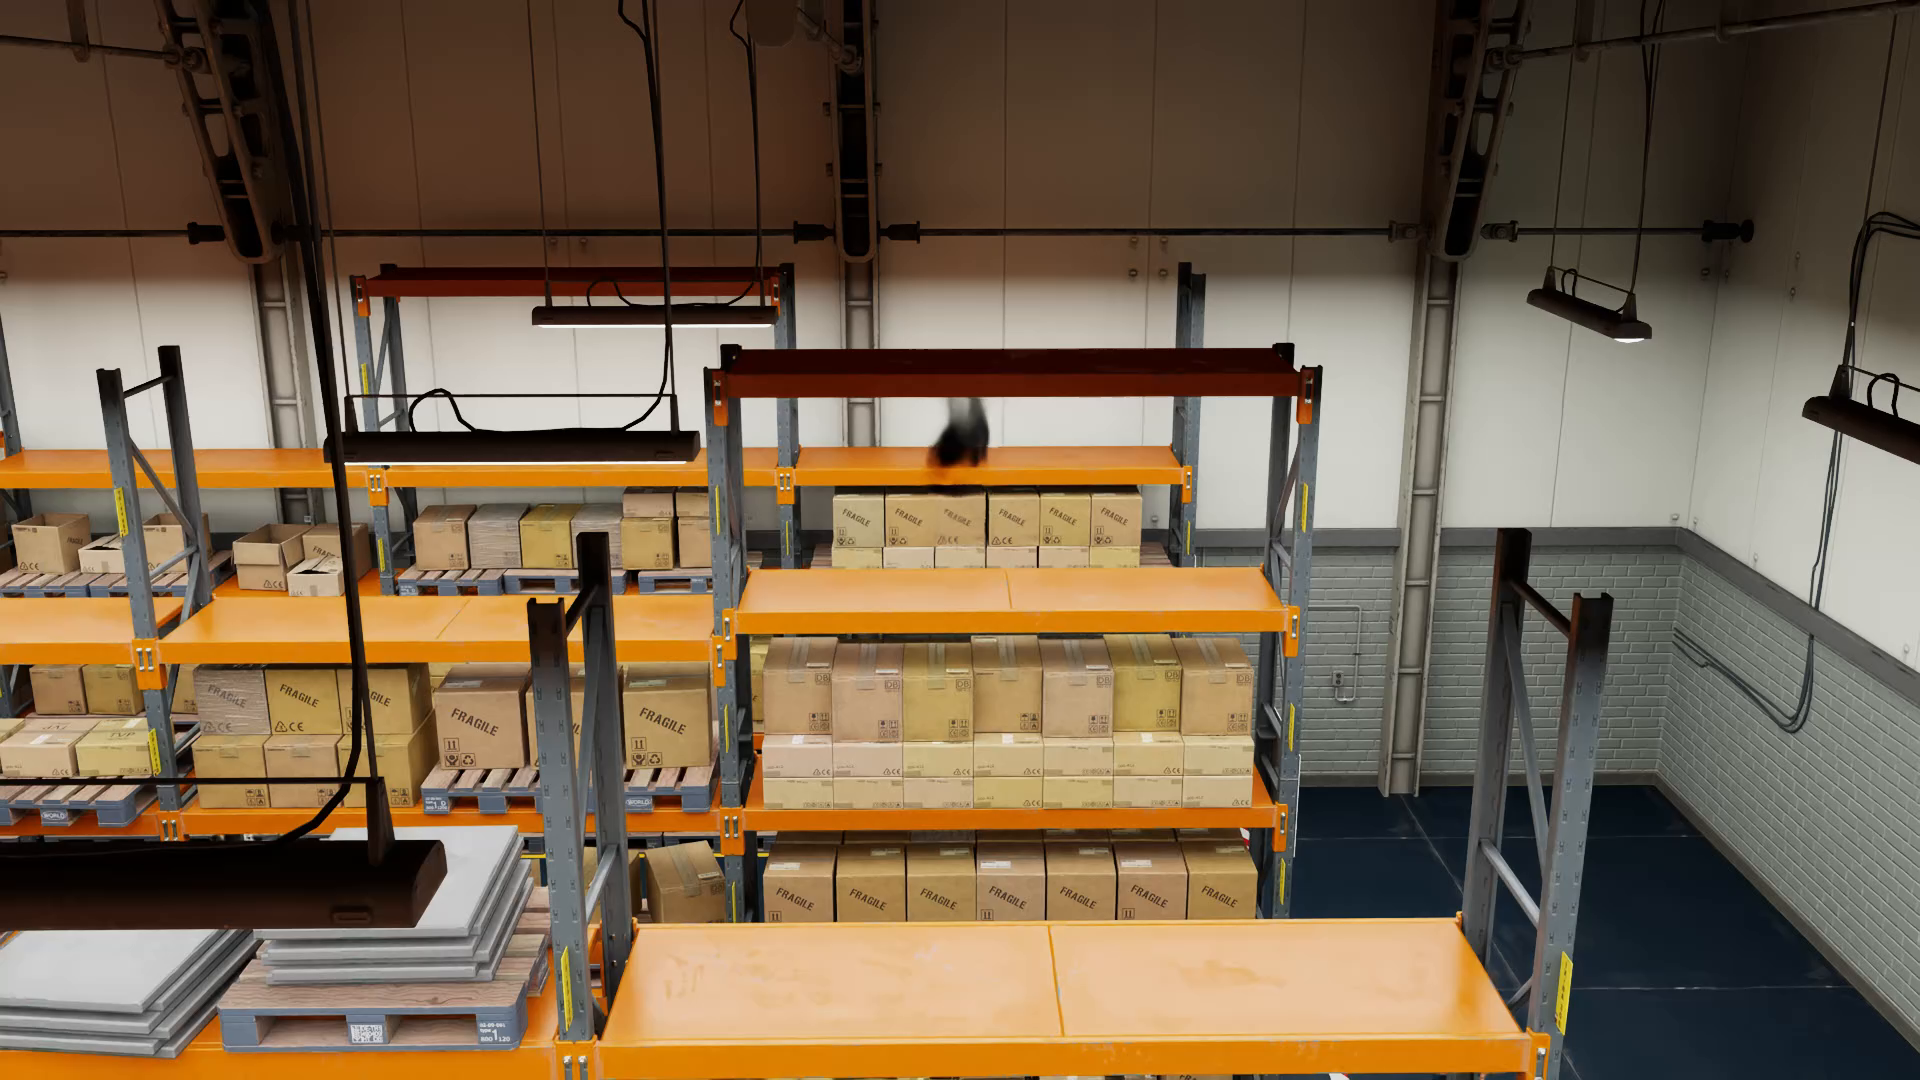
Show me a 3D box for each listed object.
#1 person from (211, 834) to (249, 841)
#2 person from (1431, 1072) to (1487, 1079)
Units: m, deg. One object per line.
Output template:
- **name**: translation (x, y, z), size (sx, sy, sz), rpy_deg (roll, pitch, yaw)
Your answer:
- **person**: translation (-6.613, 3.089, 15.236), size (0.803, 1.645, 0.620), rpy_deg (-15, 22, -41)
- **person**: translation (3.619, 3.912, 12.238), size (0.822, 1.597, 0.537), rpy_deg (-10, 19, -31)
